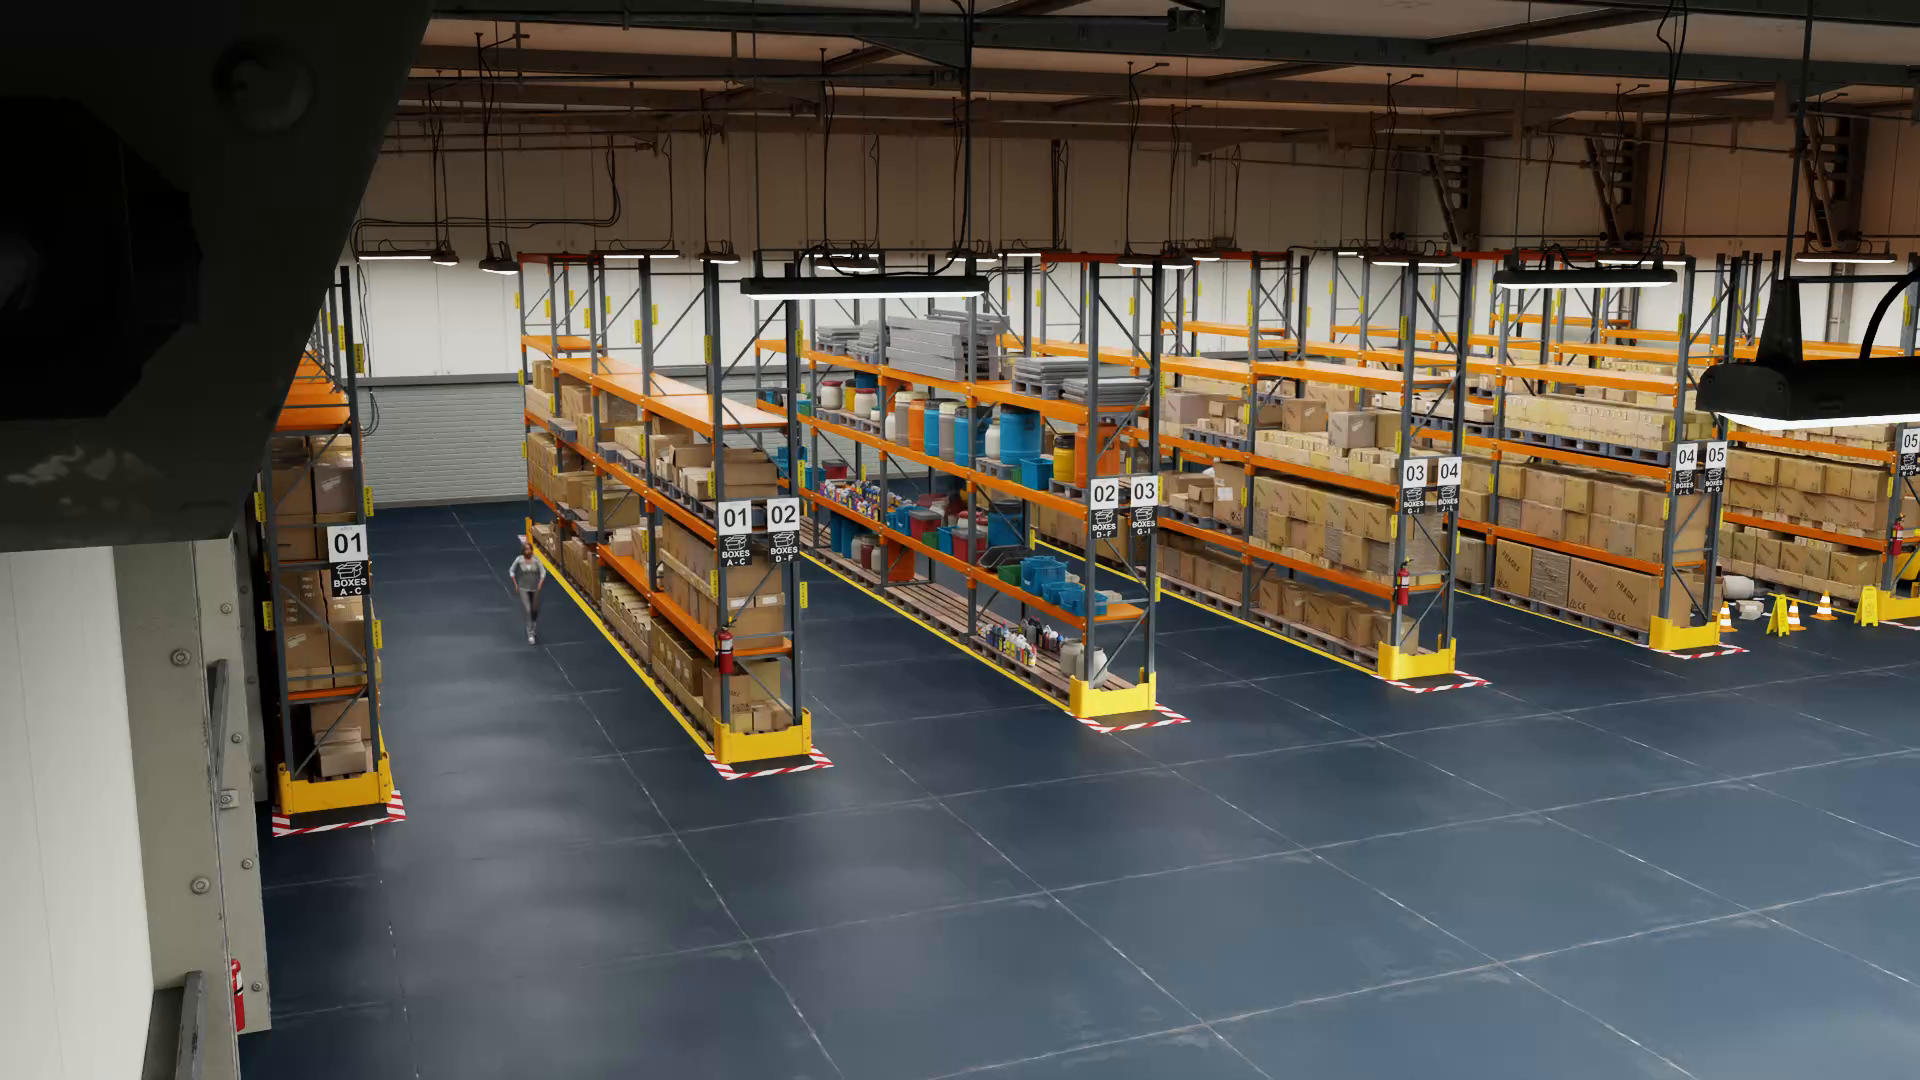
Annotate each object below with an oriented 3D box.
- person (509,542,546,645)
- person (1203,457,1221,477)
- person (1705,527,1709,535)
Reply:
[{"bbox_3d":[-6.826,0.800,26.301,0.558,1.604,0.800,-4,11,-19],"label":"person"},{"bbox_3d":[5.479,-0.950,35.746,0.500,1.683,0.789,-5,12,-26],"label":"person"},{"bbox_3d":[15.172,-0.591,33.682,0.603,1.674,0.892,-5,12,-27],"label":"person"}]
